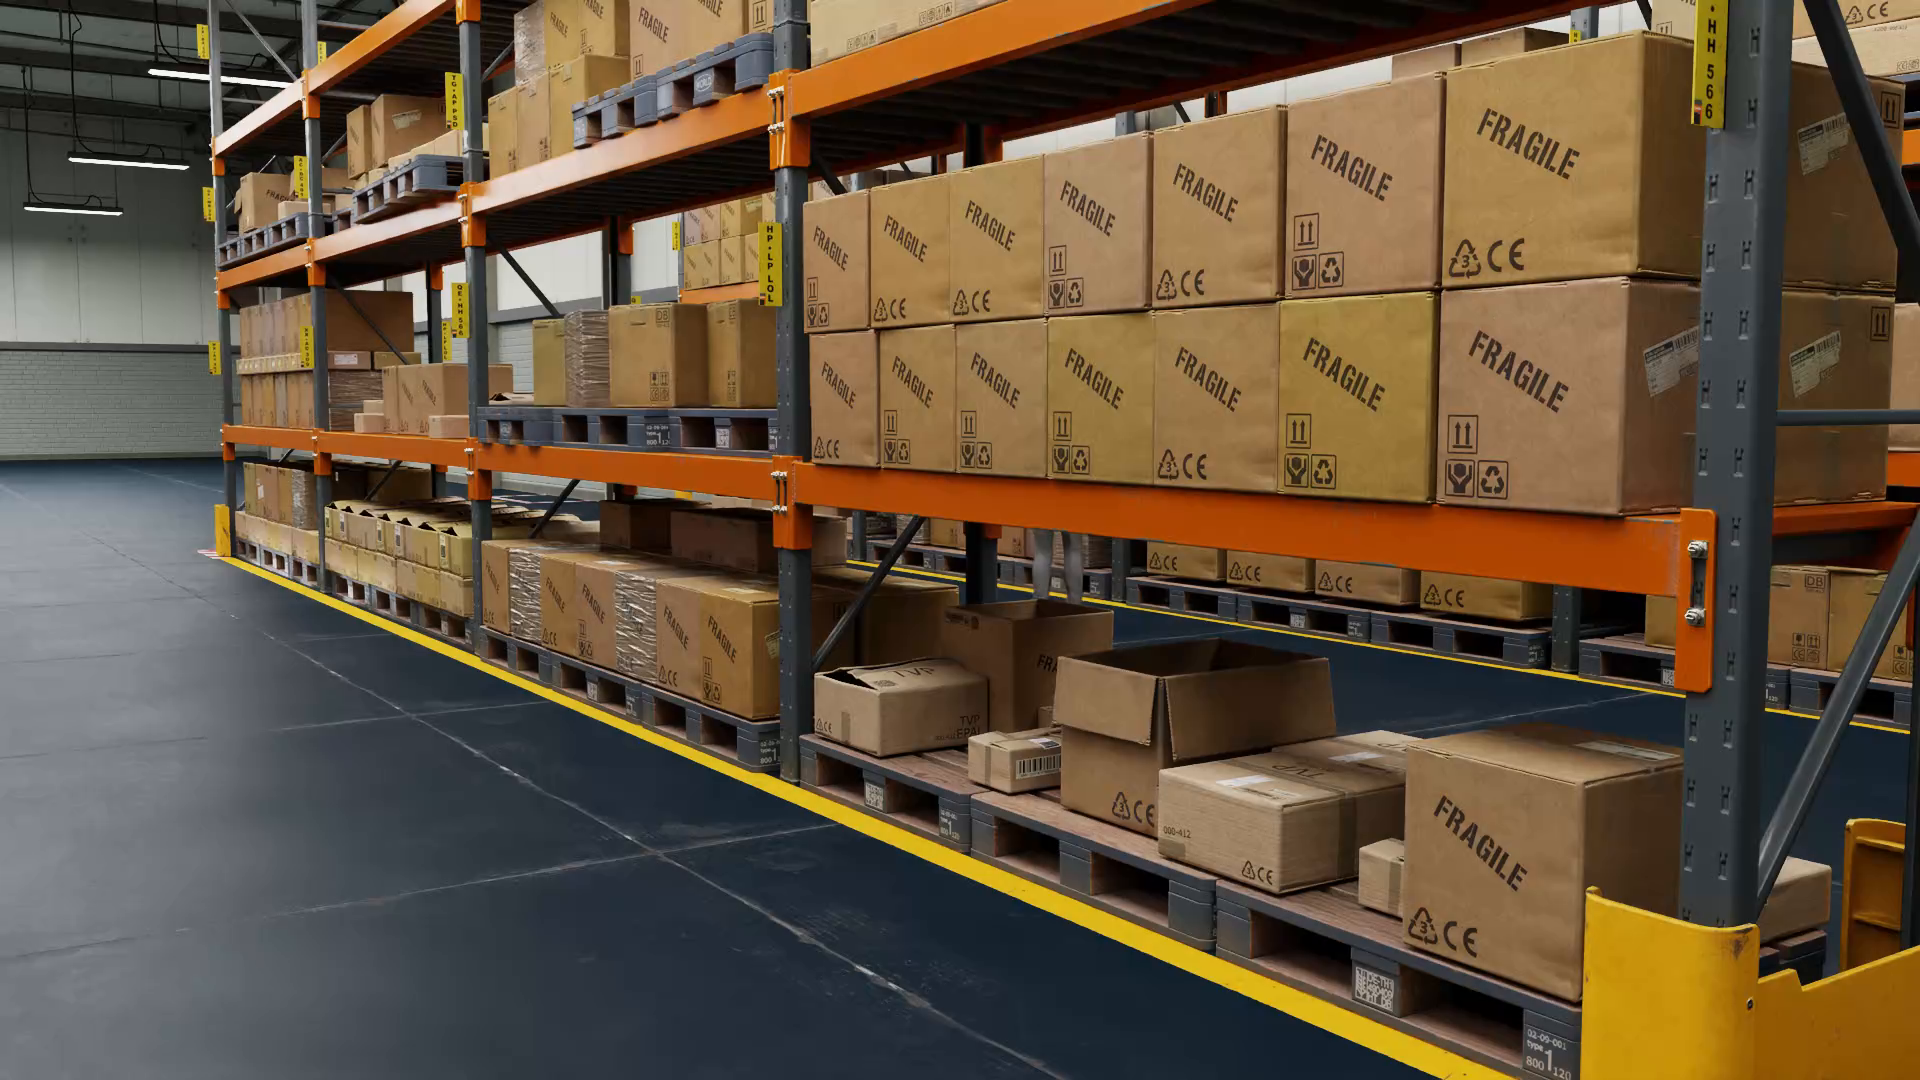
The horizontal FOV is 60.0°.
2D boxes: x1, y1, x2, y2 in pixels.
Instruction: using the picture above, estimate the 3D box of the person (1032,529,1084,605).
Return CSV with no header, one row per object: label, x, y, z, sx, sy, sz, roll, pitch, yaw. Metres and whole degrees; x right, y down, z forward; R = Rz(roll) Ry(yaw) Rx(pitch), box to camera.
person,0.694,-0.276,11.721,0.440,1.692,0.339,1,5,8
